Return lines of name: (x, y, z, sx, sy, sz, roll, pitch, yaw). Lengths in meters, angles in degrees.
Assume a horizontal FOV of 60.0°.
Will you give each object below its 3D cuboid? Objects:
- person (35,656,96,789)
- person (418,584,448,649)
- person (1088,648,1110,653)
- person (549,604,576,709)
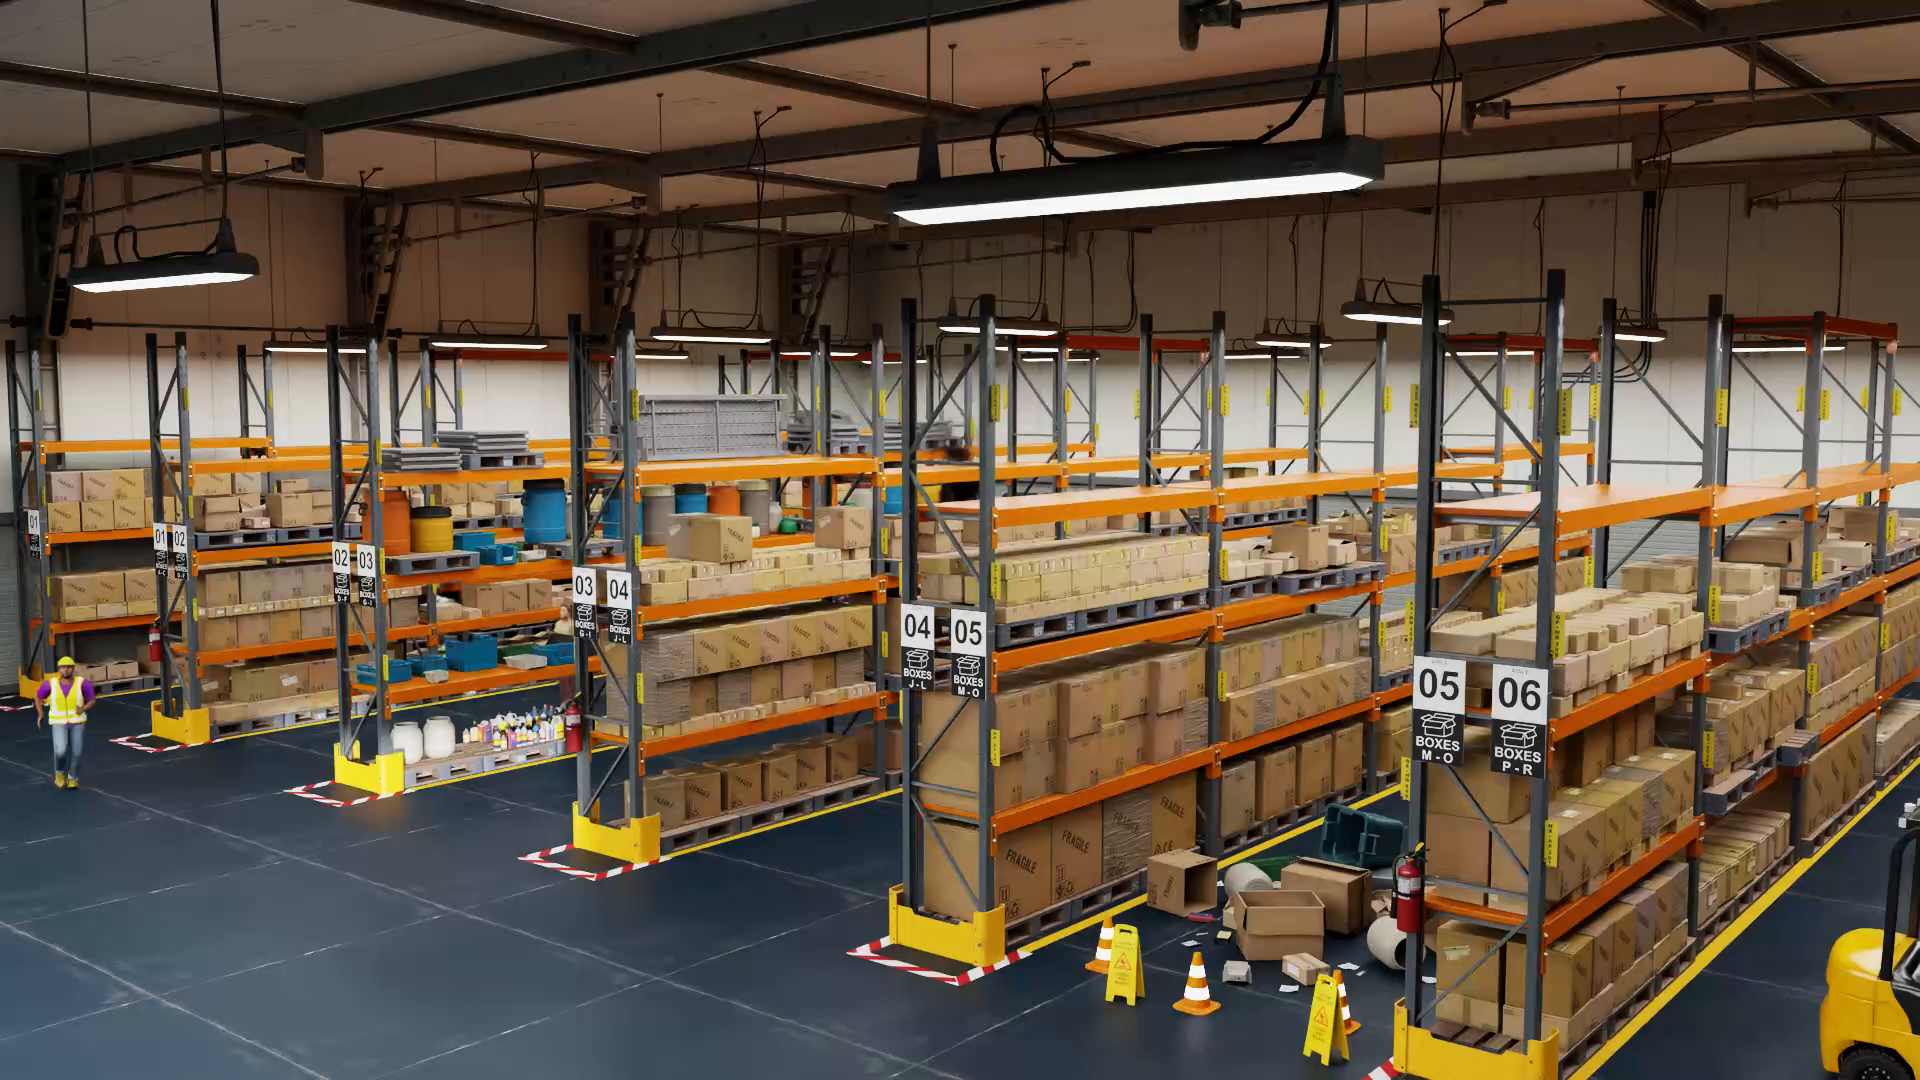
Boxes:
person: (-11.491, 2.362, 21.403, 0.687, 1.724, 0.638, -3, 6, -31)
person: (-9.524, 1.599, 30.174, 0.612, 1.653, 0.894, 3, 6, 33)
person: (1.807, 2.024, 22.618, 0.560, 1.744, 0.603, 3, 6, 34)
person: (-6.402, 1.893, 27.103, 0.559, 1.716, 0.698, 3, 6, 30)
